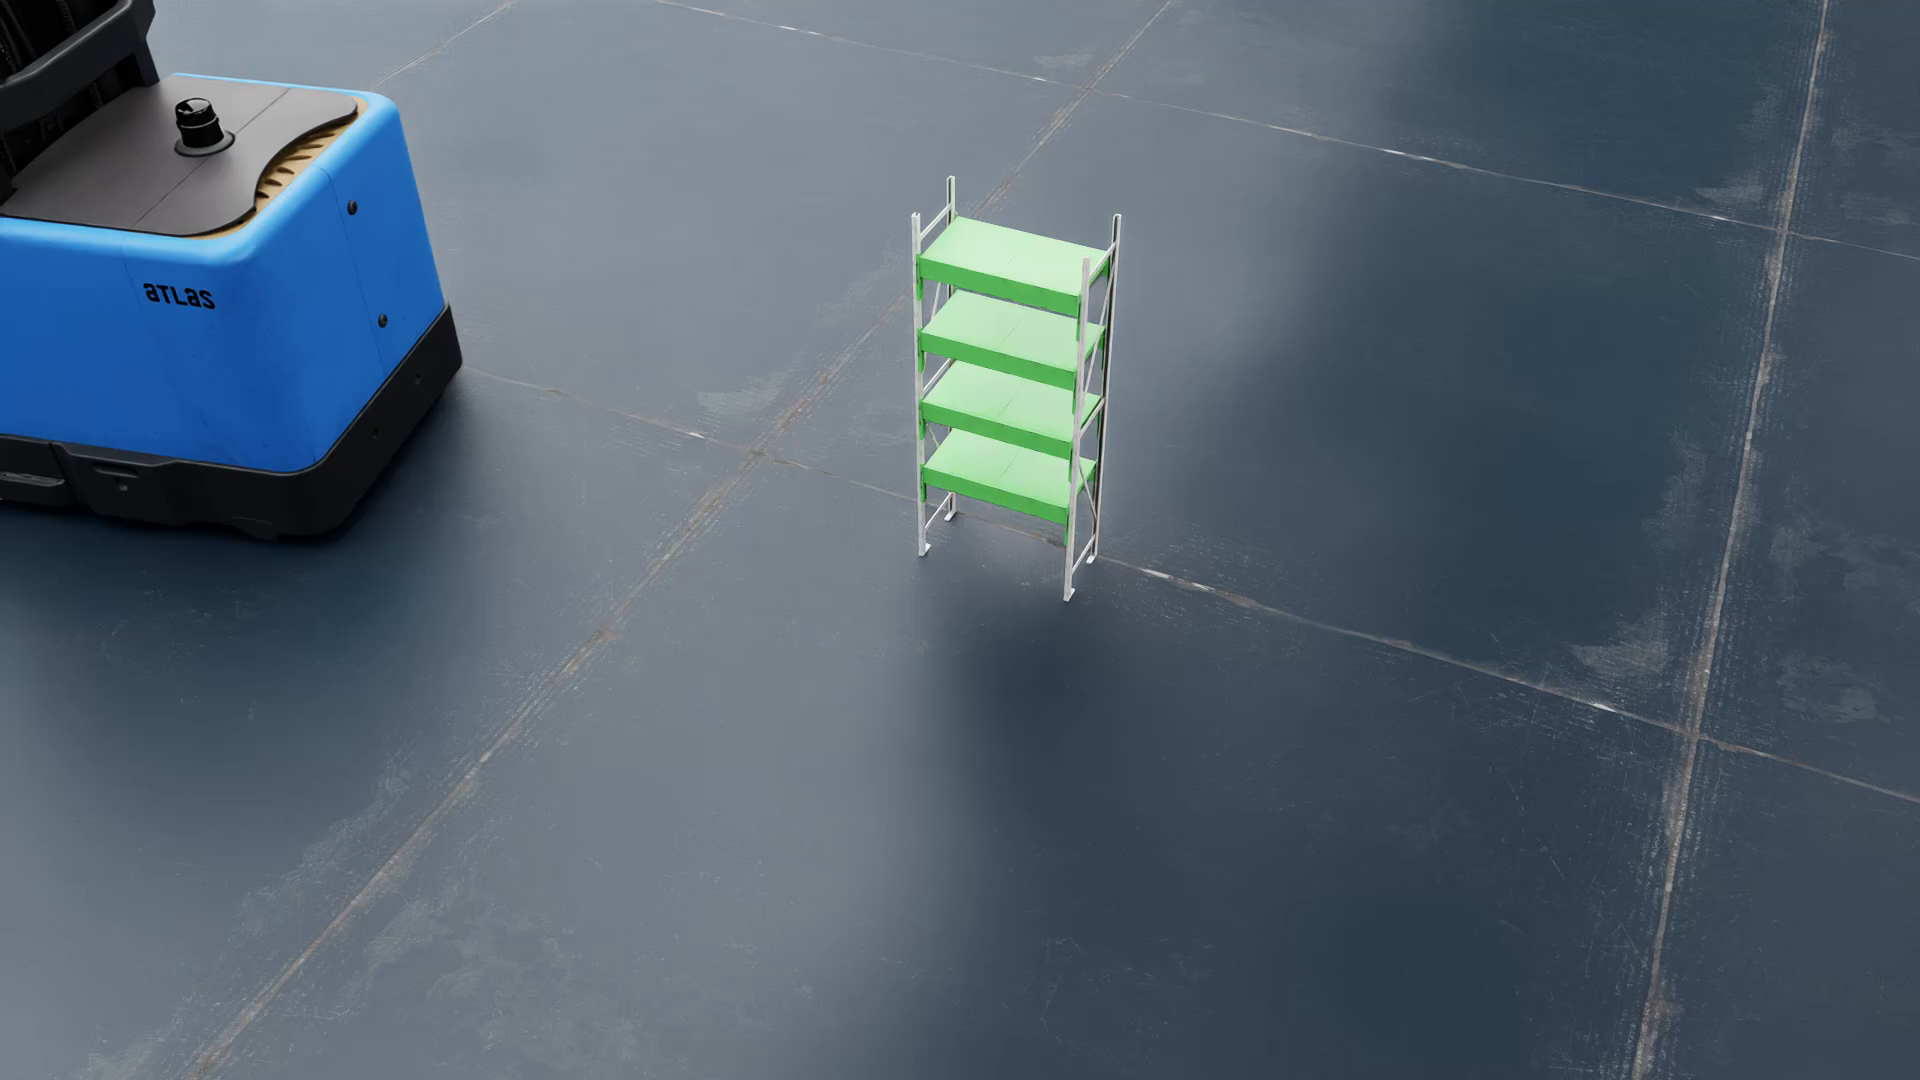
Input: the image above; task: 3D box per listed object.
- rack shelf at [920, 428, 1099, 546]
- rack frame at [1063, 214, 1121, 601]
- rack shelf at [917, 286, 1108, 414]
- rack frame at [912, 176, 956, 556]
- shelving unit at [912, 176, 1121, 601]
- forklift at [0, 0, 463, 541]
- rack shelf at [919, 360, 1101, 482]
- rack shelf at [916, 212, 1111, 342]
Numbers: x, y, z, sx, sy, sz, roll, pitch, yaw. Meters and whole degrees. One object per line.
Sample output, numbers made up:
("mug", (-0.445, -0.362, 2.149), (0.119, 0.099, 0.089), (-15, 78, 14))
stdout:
("rack shelf", (0.150, -0.178, 5.003), (0.480, 0.148, 0.258), (17, 44, 19))
("rack frame", (0.371, -0.340, 4.726), (0.015, 1.200, 0.240), (17, 44, 19))
("rack shelf", (0.150, -0.541, 4.689), (0.480, 0.148, 0.258), (17, 44, 19))
("rack frame", (-0.071, -0.475, 4.882), (0.015, 1.200, 0.240), (17, 44, 19))
("shelving unit", (0.150, -0.408, 4.804), (0.503, 1.200, 0.258), (17, 44, 19))
("forklift", (-3.323, -1.595, 4.852), (3.031, 2.935, 1.130), (8, 42, 9))
("rack shelf", (0.150, -0.359, 4.846), (0.480, 0.148, 0.258), (17, 44, 19))
("rack shelf", (0.150, -0.722, 4.532), (0.480, 0.148, 0.258), (17, 44, 19))
